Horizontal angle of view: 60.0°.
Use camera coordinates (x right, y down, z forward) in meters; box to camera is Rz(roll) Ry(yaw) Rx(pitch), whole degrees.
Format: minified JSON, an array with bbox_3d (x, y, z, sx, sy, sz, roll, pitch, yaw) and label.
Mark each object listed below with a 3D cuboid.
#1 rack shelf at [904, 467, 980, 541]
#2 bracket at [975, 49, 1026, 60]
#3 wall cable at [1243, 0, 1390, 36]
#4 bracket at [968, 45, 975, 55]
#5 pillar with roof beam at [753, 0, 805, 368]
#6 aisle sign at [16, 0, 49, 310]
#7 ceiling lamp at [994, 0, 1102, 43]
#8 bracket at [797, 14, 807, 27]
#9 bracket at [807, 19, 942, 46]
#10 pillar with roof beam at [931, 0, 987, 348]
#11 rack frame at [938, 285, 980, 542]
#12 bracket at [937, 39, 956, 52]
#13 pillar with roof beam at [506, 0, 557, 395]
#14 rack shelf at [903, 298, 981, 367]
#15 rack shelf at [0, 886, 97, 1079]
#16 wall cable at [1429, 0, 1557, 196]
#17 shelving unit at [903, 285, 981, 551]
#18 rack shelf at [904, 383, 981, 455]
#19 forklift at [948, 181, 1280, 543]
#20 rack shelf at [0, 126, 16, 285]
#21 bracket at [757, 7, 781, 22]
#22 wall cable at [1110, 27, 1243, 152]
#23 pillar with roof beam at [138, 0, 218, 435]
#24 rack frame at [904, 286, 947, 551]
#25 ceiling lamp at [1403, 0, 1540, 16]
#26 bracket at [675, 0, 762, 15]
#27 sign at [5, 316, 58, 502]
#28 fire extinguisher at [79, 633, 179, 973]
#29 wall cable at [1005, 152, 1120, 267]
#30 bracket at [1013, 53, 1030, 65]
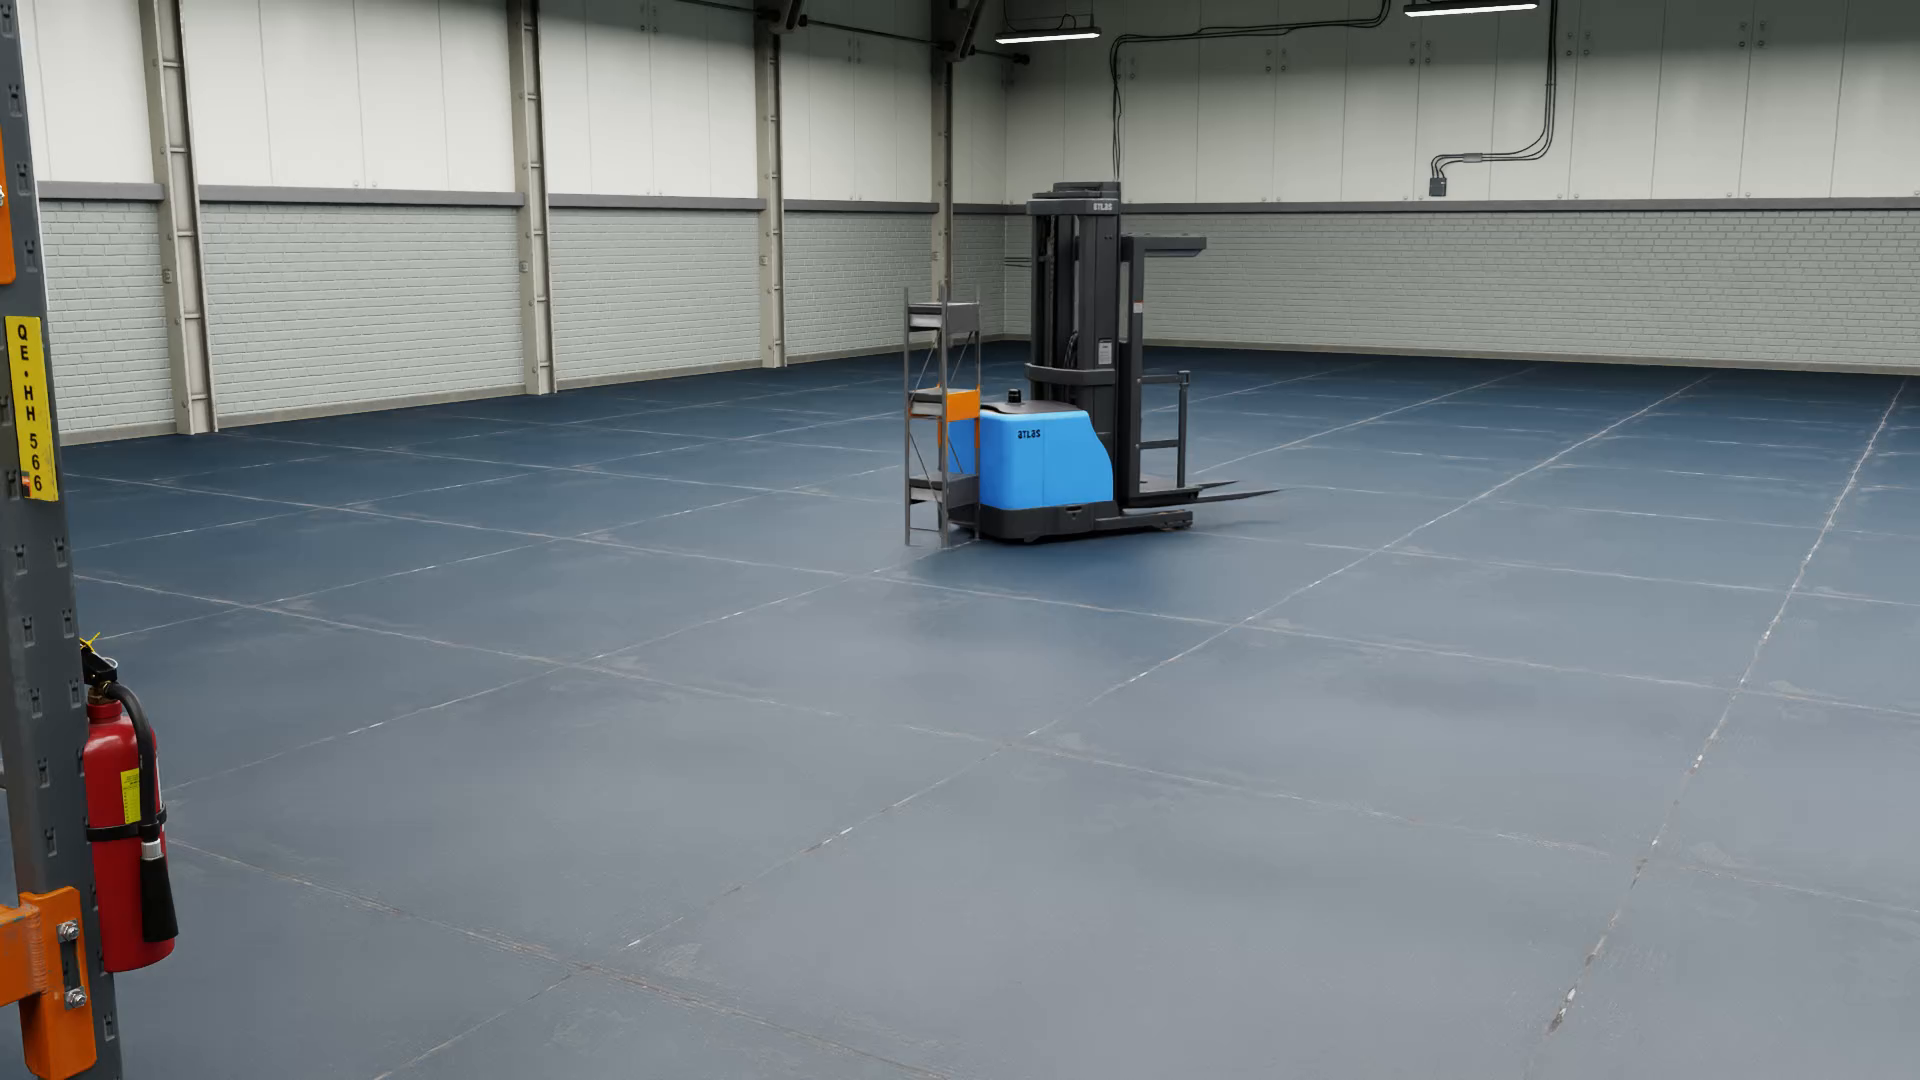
[{"bbox_3d":[-0.142,-0.301,13.651,0.431,0.518,0.480,7,13,33],"label":"rack shelf"},{"bbox_3d":[1.058,-10.709,36.834,0.076,0.066,3.189,6,12,31],"label":"bracket"},{"bbox_3d":[7.232,-11.603,33.746,3.097,2.526,0.112,6,12,31],"label":"wall cable"},{"bbox_3d":[0.135,-10.429,35.340,0.235,0.232,0.430,6,12,31],"label":"bracket"},{"bbox_3d":[0.180,-7.274,28.266,9.100,9.000,0.548,6,12,31],"label":"pillar with roof beam"},{"bbox_3d":[-1.825,-0.823,3.051,0.394,0.787,0.004,6,12,31],"label":"aisle sign"},{"bbox_3d":[1.669,-10.436,29.296,2.000,3.185,0.800,6,12,31],"label":"ceiling lamp"},{"bbox_3d":[-2.981,-9.485,30.299,0.235,0.232,0.430,6,12,31],"label":"bracket"},{"bbox_3d":[-1.634,-9.893,32.478,0.076,0.066,4.783,6,12,31],"label":"bracket"},{"bbox_3d":[3.295,-8.217,33.307,9.100,9.000,0.548,6,12,31],"label":"pillar with roof beam"},{"bbox_3d":[-0.007,-1.040,13.719,0.400,2.100,0.015,7,13,33],"label":"rack frame"},{"bbox_3d":[-0.296,-10.299,34.642,0.235,0.232,0.430,6,12,31],"label":"bracket"},{"bbox_3d":[-2.935,-6.330,23.226,9.100,9.000,0.400,6,12,31],"label":"pillar with roof beam"},{"bbox_3d":[-0.142,-1.678,13.393,0.431,0.518,0.480,7,13,33],"label":"rack shelf"},{"bbox_3d":[-3.152,1.104,1.777,1.077,0.370,4.000,6,12,31],"label":"rack shelf"},{"bbox_3d":[10.381,-9.728,32.133,2.305,6.003,0.169,6,12,31],"label":"wall cable"},{"bbox_3d":[-0.142,-1.003,13.519,0.431,2.100,0.503,7,13,33],"label":"shelving unit"},{"bbox_3d":[-0.142,-0.989,13.522,0.431,0.518,0.480,7,13,33],"label":"rack shelf"},{"bbox_3d":[1.428,-1.592,14.406,3.031,2.935,1.130,-6,12,-29],"label":"forklift"},{"bbox_3d":[-3.152,-0.371,1.501,1.077,0.370,4.000,6,12,31],"label":"rack shelf"},{"bbox_3d":[-3.411,-9.355,29.602,0.235,0.232,0.430,6,12,31],"label":"bracket"},{"bbox_3d":[4.587,-9.663,35.744,3.097,2.526,0.112,6,12,31],"label":"wall cable"},{"bbox_3d":[-6.050,-5.386,18.185,9.100,9.000,0.400,6,12,31],"label":"pillar with roof beam"},{"bbox_3d":[-0.278,-0.966,13.320,0.400,2.100,0.015,7,13,33],"label":"rack frame"},{"bbox_3d":[7.985,-9.730,25.525,2.000,3.185,0.800,6,12,31],"label":"ceiling lamp"},{"bbox_3d":[-4.749,-8.950,27.438,0.076,0.066,4.783,6,12,31],"label":"bracket"},{"bbox_3d":[-1.650,-0.233,2.956,0.100,0.325,0.005,6,12,31],"label":"sign"},{"bbox_3d":[-1.661,0.499,3.259,0.296,0.674,0.183,6,12,31],"label":"fire extinguisher"},{"bbox_3d":[2.275,-7.439,37.589,3.097,2.526,0.112,6,12,31],"label":"wall cable"},{"bbox_3d":[1.365,-10.802,37.331,0.235,0.232,0.430,6,12,31],"label":"bracket"}]
